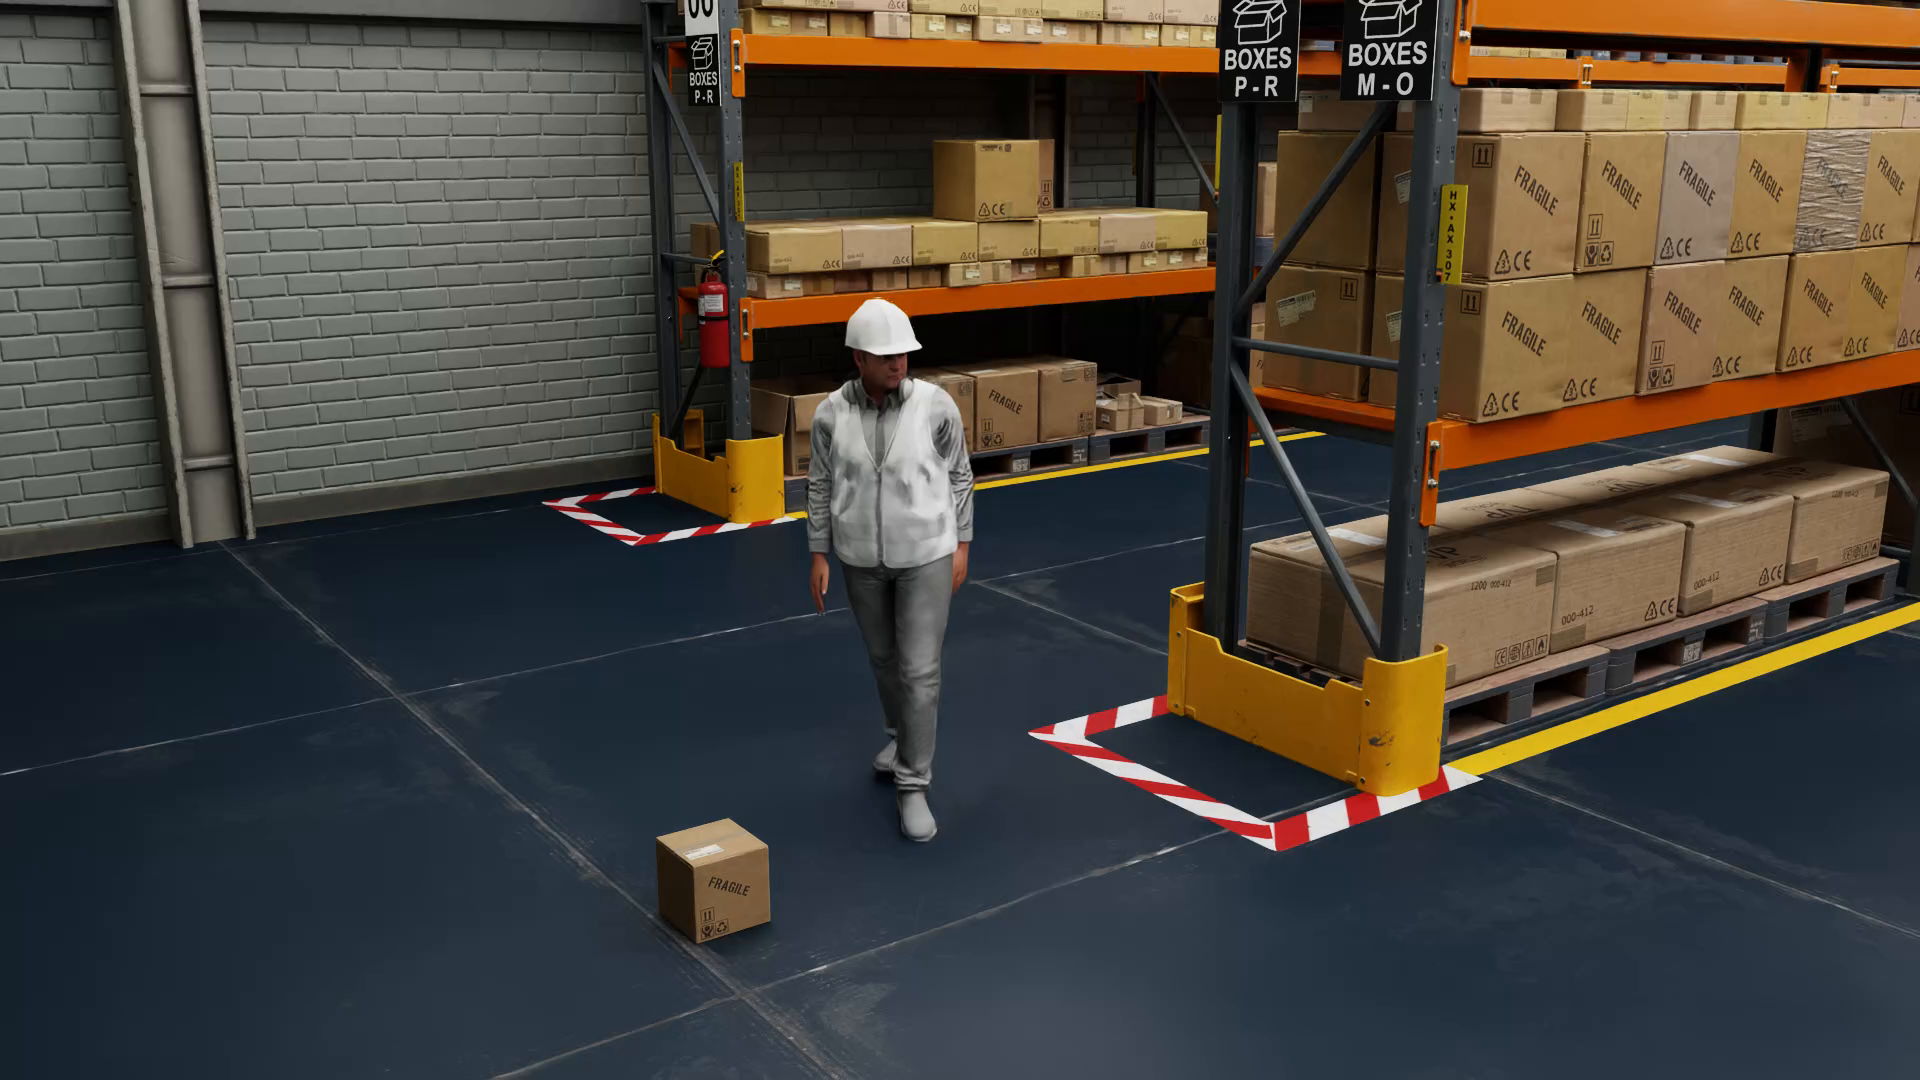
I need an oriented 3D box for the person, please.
[{"bbox_3d":[-0.243,0.056,5.744,0.545,1.781,0.741,4,15,14],"label":"person"}]
